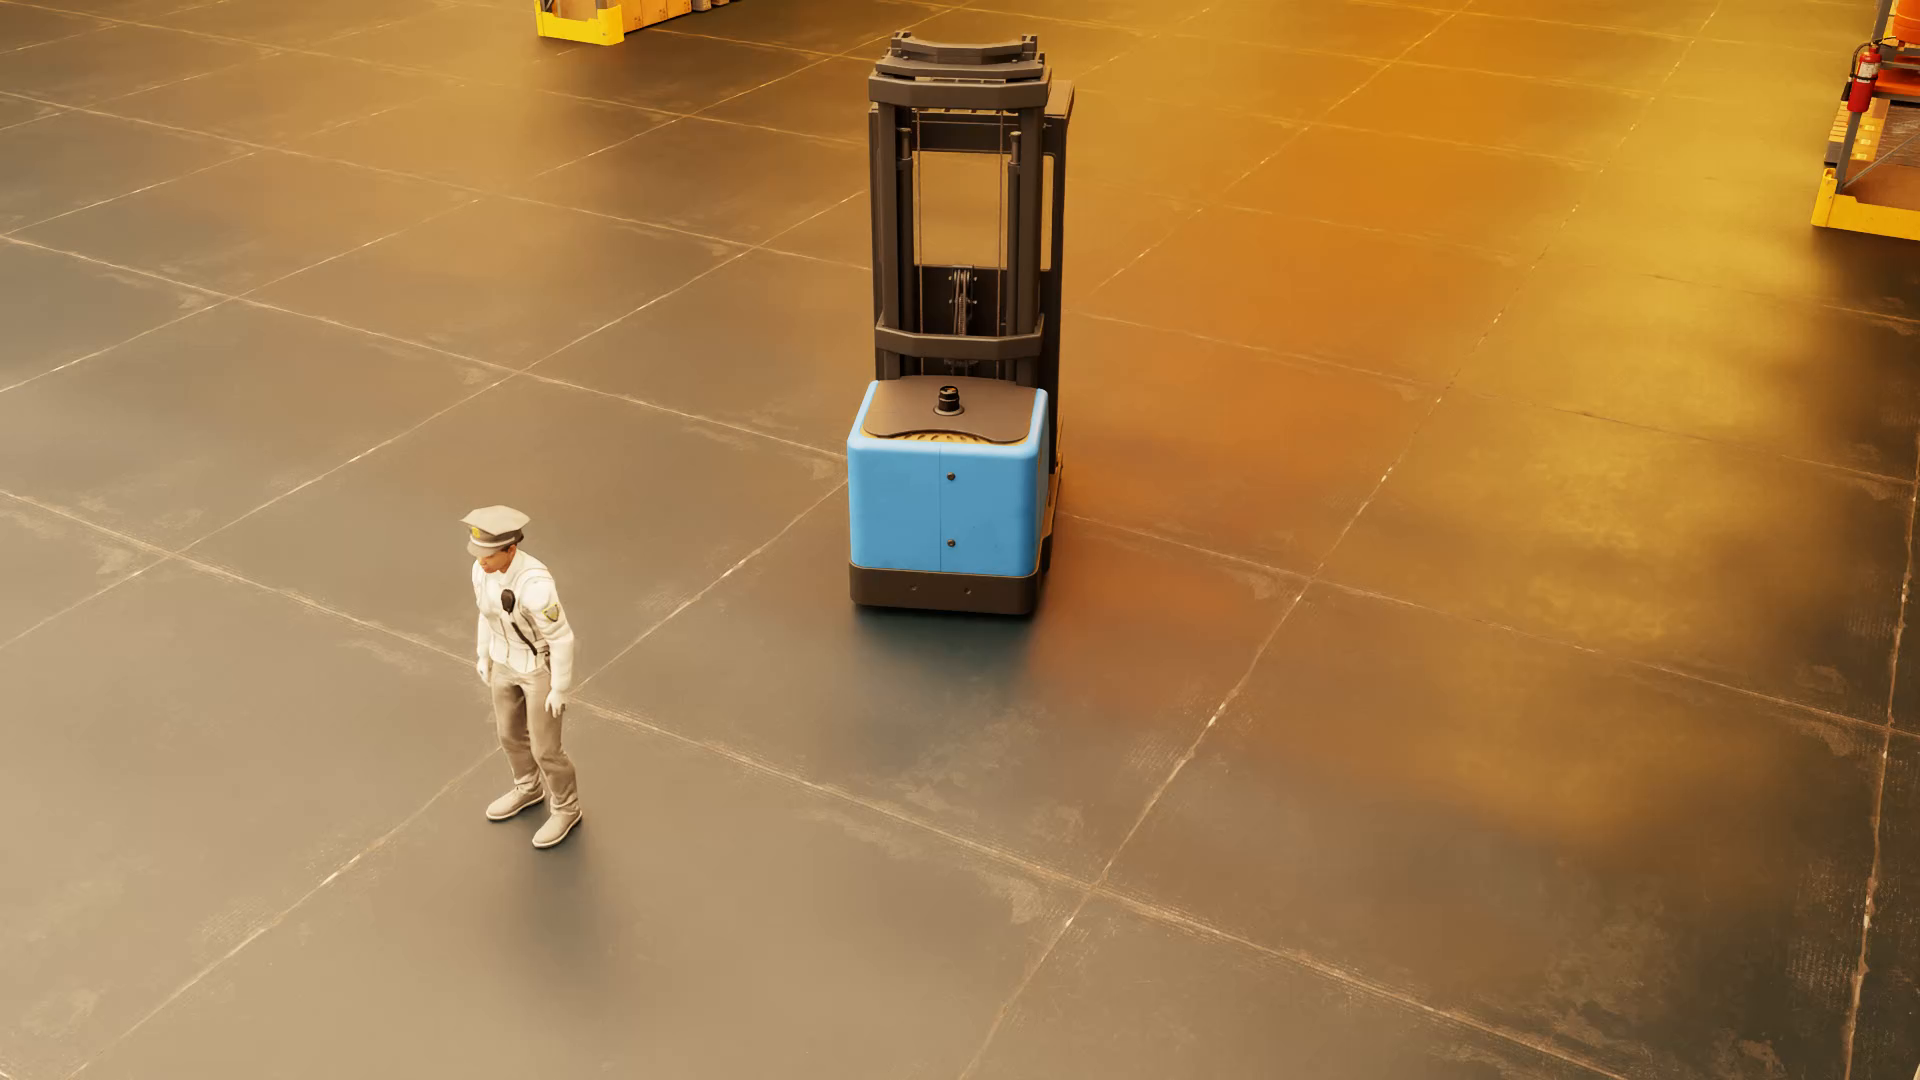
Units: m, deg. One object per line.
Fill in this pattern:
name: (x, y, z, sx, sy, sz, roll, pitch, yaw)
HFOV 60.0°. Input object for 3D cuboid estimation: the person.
person: (-1.917, 0.582, 7.331, 0.546, 1.664, 0.375, 19, 35, 30)

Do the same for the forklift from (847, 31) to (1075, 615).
forklift: (0.072, -1.572, 9.794, 1.130, 2.935, 3.031, 3, 30, 6)
